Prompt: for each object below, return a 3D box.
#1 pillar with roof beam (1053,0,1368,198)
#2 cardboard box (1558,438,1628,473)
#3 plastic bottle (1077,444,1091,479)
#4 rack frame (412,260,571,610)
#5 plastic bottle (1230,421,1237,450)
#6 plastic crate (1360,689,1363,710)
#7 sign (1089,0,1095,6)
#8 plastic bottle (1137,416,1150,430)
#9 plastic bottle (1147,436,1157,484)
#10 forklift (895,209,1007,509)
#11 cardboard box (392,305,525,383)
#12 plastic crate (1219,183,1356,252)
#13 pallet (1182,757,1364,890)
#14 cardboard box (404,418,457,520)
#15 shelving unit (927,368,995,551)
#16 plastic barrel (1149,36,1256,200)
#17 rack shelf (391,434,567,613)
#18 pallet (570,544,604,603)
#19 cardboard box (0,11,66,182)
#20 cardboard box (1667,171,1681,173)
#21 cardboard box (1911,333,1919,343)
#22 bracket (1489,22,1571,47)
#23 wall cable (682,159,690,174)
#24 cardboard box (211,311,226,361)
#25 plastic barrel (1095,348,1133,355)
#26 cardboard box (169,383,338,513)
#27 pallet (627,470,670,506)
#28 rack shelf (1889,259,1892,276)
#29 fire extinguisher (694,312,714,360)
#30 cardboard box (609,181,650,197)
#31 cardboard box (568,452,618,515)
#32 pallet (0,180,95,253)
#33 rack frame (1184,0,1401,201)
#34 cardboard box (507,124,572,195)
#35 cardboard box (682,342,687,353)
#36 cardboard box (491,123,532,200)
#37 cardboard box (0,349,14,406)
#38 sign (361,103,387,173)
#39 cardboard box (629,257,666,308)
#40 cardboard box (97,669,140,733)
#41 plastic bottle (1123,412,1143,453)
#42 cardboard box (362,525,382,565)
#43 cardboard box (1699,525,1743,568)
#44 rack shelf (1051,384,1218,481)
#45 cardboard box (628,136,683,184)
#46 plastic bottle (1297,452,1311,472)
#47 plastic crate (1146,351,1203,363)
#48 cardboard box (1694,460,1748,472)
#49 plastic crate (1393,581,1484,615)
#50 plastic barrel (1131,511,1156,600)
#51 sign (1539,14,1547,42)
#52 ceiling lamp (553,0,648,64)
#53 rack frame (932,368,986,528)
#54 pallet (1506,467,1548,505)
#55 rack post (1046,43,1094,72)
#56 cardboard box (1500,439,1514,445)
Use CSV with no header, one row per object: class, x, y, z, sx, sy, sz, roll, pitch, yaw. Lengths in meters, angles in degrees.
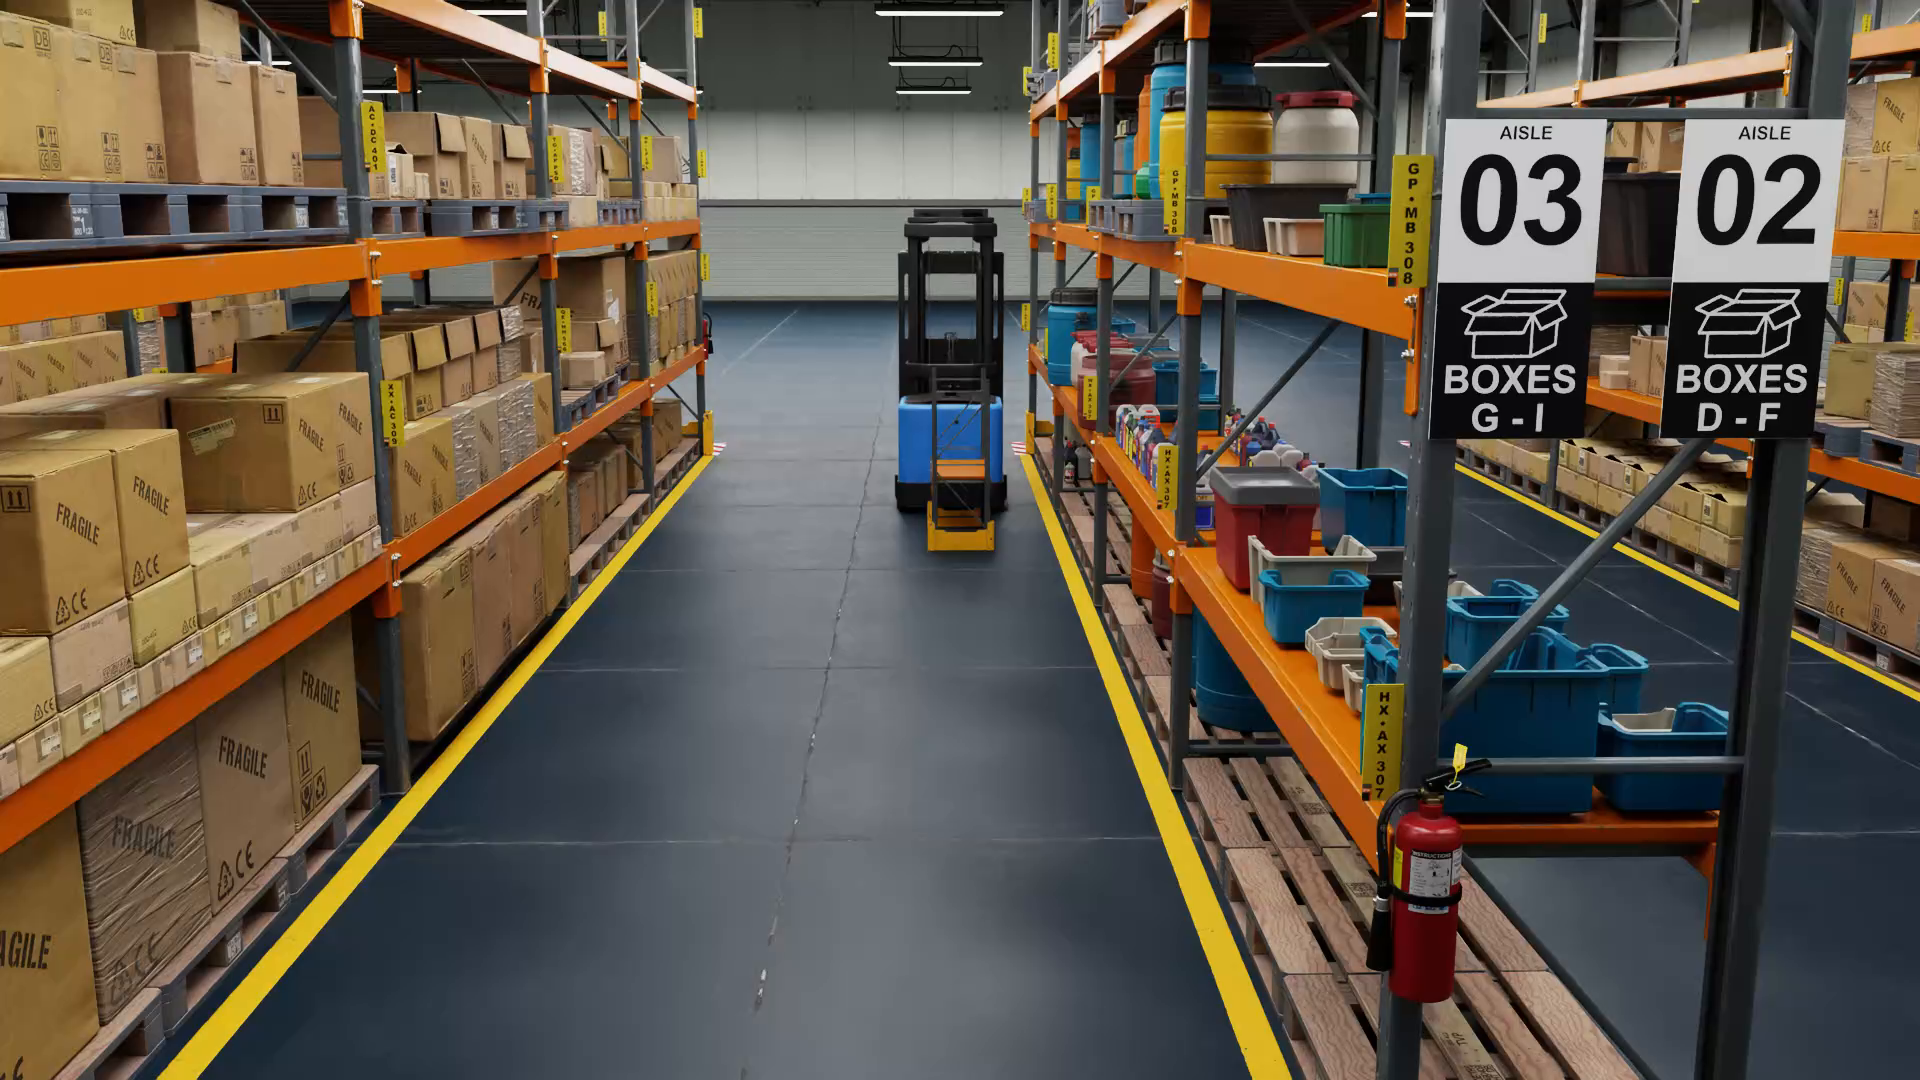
pillar with roof beam,7.207,-11.355,48.398,9.100,9.000,0.548,0,11,-1
cardboard box,6.141,-0.839,16.098,0.500,0.311,0.500,0,11,-1
plastic bottle,1.272,-0.814,17.084,0.144,0.351,0.185,0,11,-1
rack frame,-3.440,-0.954,12.216,1.000,3.000,0.127,0,11,-1
plastic bottle,1.935,-0.729,11.609,0.097,0.201,0.097,0,11,0
plastic crate,1.479,0.555,5.294,0.396,0.136,0.243,0,11,-1
sign,0.962,-3.752,11.734,0.100,0.325,0.005,0,11,-1
plastic bottle,1.243,-0.709,11.332,0.097,0.271,0.097,0,11,0
plastic bottle,1.187,-0.490,10.225,0.061,0.283,0.133,0,11,-1
forklift,-0.092,-1.988,17.487,1.130,2.935,3.031,0,11,0
cardboard box,-3.441,-1.349,11.390,0.797,0.503,0.637,0,11,1
plastic crate,1.346,-1.337,6.889,0.497,0.269,0.590,0,11,-1
pallet,1.648,1.334,7.955,1.003,0.211,1.213,0,11,-1
cardboard box,-3.128,-0.400,9.235,0.500,0.500,0.500,0,11,-1
shelving unit,-0.002,-0.750,14.985,0.587,1.500,1.083,0,11,-1
plastic barrel,1.406,-2.439,9.677,0.600,0.901,0.708,0,11,-1
rack shelf,-3.399,-0.204,10.328,1.077,0.370,4.000,0,11,-1
pallet,-3.455,0.257,13.259,1.003,0.211,1.213,0,11,-1
cardboard box,-3.230,-1.353,5.080,0.700,0.500,0.500,-1,11,-3
cardboard box,6.360,-3.011,14.133,0.500,0.250,0.500,-1,12,-6
cardboard box,10.973,-2.239,18.876,0.500,0.250,0.500,0,11,-2
bracket,11.465,-10.156,33.432,0.076,0.066,4.783,0,11,-1
wall cable,-9.230,-13.537,50.600,2.305,6.003,0.169,0,11,-1
cardboard box,-8.542,-2.217,18.068,0.875,0.550,0.500,0,11,-1
plastic barrel,1.268,-1.316,13.722,0.421,0.512,0.421,0,11,0
cardboard box,-3.075,-0.409,7.272,0.500,0.500,0.500,0,11,-1
pallet,-3.572,-0.516,17.070,1.003,0.211,1.213,0,11,-1
rack shelf,6.423,-2.509,14.146,1.077,0.370,4.000,0,11,-1
fire extinguisher,-3.147,-2.531,20.184,0.296,0.674,0.183,0,11,-1
cardboard box,-3.222,-3.407,16.137,0.380,0.149,0.250,-1,11,-3
cardboard box,-3.541,-0.522,15.271,0.700,0.500,0.500,0,11,-2
pallet,-3.301,-0.938,4.815,1.003,0.211,1.213,0,11,-1
rack frame,1.594,-3.119,7.801,1.000,3.000,0.127,0,11,-1
cardboard box,-3.193,-2.812,12.324,0.500,0.500,0.500,0,11,-1
cardboard box,-3.342,-2.216,19.071,0.380,0.149,0.250,0,11,-1
cardboard box,-3.356,-2.559,11.270,0.797,0.503,0.637,0,11,2
cardboard box,-8.164,-1.294,13.642,0.500,0.500,0.500,0,11,-1
sign,-2.803,-1.923,7.952,0.100,0.325,0.005,0,11,-1
cardboard box,-3.290,-2.624,16.933,0.500,0.500,0.500,0,11,-1
cardboard box,-2.971,0.534,5.515,0.380,0.149,0.250,0,11,-2
plastic bottle,1.207,-0.734,11.445,0.152,0.276,0.135,0,11,-1
cardboard box,-3.024,0.024,8.030,0.380,0.149,0.250,0,11,-1
cardboard box,6.209,0.044,13.155,0.500,0.250,0.500,0,11,0
rack shelf,1.470,-1.019,14.348,1.077,0.370,4.000,0,11,-1
cardboard box,-3.321,-4.147,18.154,0.500,0.500,0.500,0,11,-1
plastic bottle,1.995,-0.373,9.647,0.061,0.283,0.133,0,11,-1
plastic crate,1.784,-1.328,13.900,0.402,0.464,0.583,0,11,-1
cardboard box,6.708,-0.540,14.626,0.500,0.311,0.500,0,11,-2
plastic crate,1.931,0.266,6.717,0.293,0.136,0.466,0,11,-1
plastic barrel,1.539,-0.019,12.012,0.600,0.830,0.708,0,11,-1
sign,6.841,-6.020,19.552,0.100,0.325,0.005,0,11,-1
ceiling lamp,-7.578,-11.575,34.801,2.000,3.185,0.800,0,11,-1
rack frame,-0.012,-0.853,15.492,0.500,1.500,0.032,0,11,-1
pallet,6.407,-0.581,17.390,1.003,0.211,1.213,0,11,-1
rack post,1.418,-5.082,17.668,0.937,0.300,0.954,0,11,-2
cardboard box,6.140,-1.305,17.919,0.500,0.500,0.500,0,11,-1
